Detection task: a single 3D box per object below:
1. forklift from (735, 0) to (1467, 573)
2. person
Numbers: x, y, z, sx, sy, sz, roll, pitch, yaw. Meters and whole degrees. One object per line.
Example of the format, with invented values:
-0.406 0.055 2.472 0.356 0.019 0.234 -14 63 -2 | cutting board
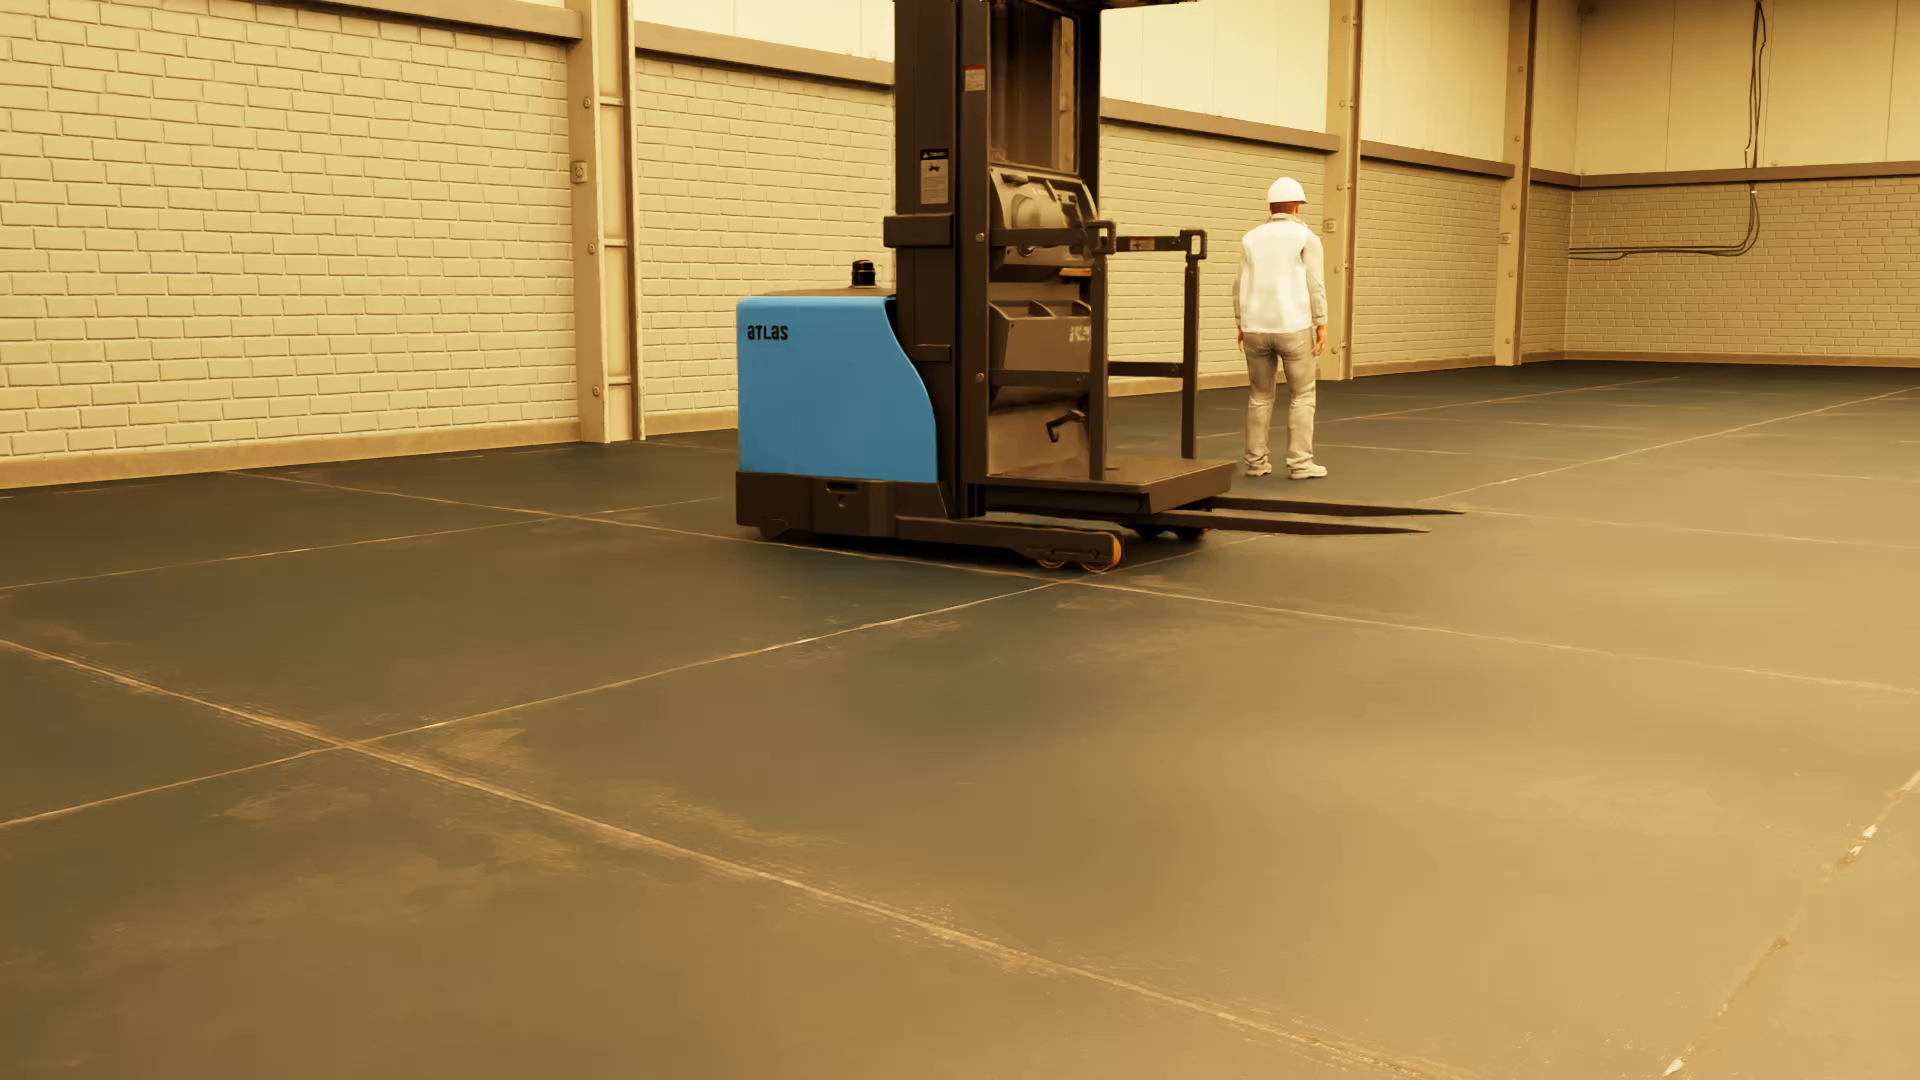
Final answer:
0.543 -1.409 6.910 3.031 2.935 1.130 5 9 28 | forklift
1.910 -1.260 9.908 0.581 1.770 0.462 6 10 35 | person
